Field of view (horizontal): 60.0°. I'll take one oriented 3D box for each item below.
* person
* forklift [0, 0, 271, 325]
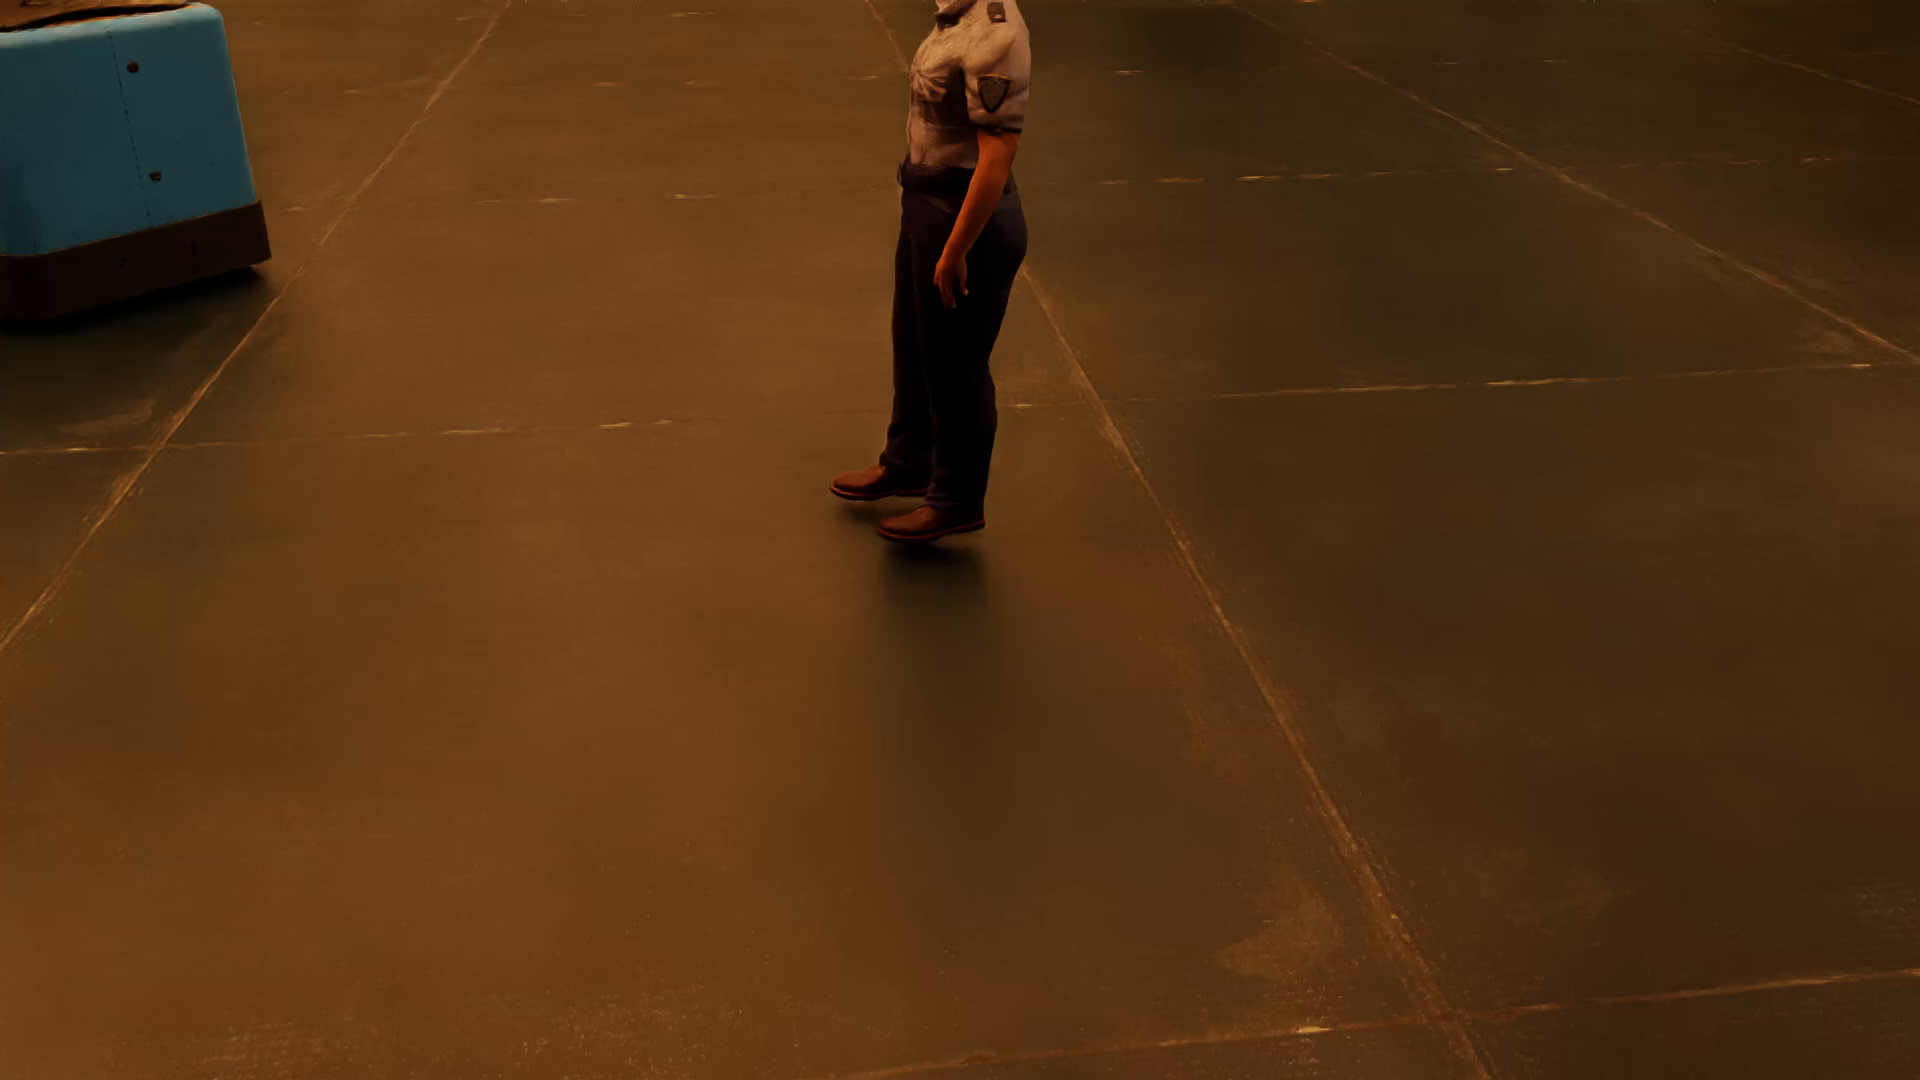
[{"bbox_3d":[-0.091,-0.789,4.238,0.503,1.650,0.599,-3,26,-7],"label":"person"},{"bbox_3d":[-4.348,-2.602,6.628,3.031,2.935,1.130,16,30,30],"label":"forklift"}]
